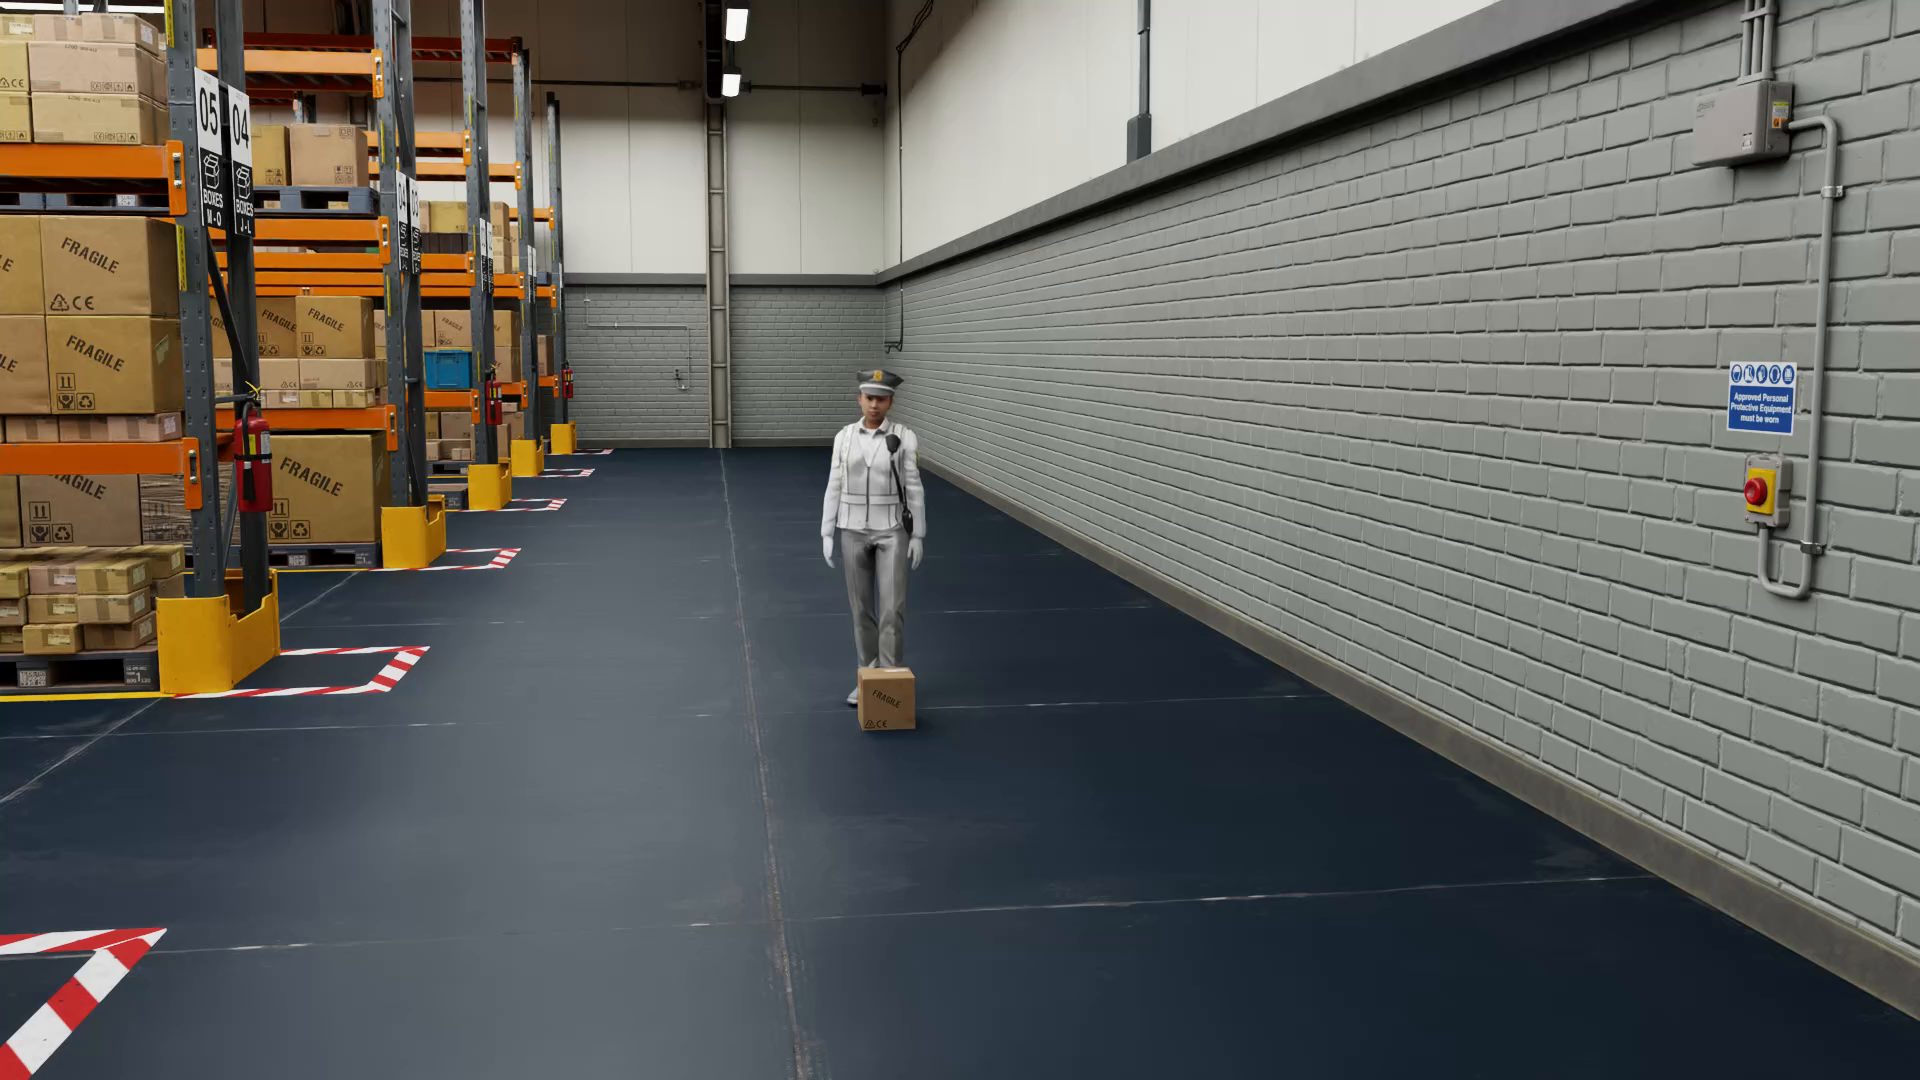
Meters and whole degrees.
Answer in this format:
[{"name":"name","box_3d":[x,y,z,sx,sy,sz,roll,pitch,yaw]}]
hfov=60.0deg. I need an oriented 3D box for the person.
[{"name":"person","box_3d":[-0.456,0.011,8.223,0.516,1.709,0.505,1,7,12]}]
